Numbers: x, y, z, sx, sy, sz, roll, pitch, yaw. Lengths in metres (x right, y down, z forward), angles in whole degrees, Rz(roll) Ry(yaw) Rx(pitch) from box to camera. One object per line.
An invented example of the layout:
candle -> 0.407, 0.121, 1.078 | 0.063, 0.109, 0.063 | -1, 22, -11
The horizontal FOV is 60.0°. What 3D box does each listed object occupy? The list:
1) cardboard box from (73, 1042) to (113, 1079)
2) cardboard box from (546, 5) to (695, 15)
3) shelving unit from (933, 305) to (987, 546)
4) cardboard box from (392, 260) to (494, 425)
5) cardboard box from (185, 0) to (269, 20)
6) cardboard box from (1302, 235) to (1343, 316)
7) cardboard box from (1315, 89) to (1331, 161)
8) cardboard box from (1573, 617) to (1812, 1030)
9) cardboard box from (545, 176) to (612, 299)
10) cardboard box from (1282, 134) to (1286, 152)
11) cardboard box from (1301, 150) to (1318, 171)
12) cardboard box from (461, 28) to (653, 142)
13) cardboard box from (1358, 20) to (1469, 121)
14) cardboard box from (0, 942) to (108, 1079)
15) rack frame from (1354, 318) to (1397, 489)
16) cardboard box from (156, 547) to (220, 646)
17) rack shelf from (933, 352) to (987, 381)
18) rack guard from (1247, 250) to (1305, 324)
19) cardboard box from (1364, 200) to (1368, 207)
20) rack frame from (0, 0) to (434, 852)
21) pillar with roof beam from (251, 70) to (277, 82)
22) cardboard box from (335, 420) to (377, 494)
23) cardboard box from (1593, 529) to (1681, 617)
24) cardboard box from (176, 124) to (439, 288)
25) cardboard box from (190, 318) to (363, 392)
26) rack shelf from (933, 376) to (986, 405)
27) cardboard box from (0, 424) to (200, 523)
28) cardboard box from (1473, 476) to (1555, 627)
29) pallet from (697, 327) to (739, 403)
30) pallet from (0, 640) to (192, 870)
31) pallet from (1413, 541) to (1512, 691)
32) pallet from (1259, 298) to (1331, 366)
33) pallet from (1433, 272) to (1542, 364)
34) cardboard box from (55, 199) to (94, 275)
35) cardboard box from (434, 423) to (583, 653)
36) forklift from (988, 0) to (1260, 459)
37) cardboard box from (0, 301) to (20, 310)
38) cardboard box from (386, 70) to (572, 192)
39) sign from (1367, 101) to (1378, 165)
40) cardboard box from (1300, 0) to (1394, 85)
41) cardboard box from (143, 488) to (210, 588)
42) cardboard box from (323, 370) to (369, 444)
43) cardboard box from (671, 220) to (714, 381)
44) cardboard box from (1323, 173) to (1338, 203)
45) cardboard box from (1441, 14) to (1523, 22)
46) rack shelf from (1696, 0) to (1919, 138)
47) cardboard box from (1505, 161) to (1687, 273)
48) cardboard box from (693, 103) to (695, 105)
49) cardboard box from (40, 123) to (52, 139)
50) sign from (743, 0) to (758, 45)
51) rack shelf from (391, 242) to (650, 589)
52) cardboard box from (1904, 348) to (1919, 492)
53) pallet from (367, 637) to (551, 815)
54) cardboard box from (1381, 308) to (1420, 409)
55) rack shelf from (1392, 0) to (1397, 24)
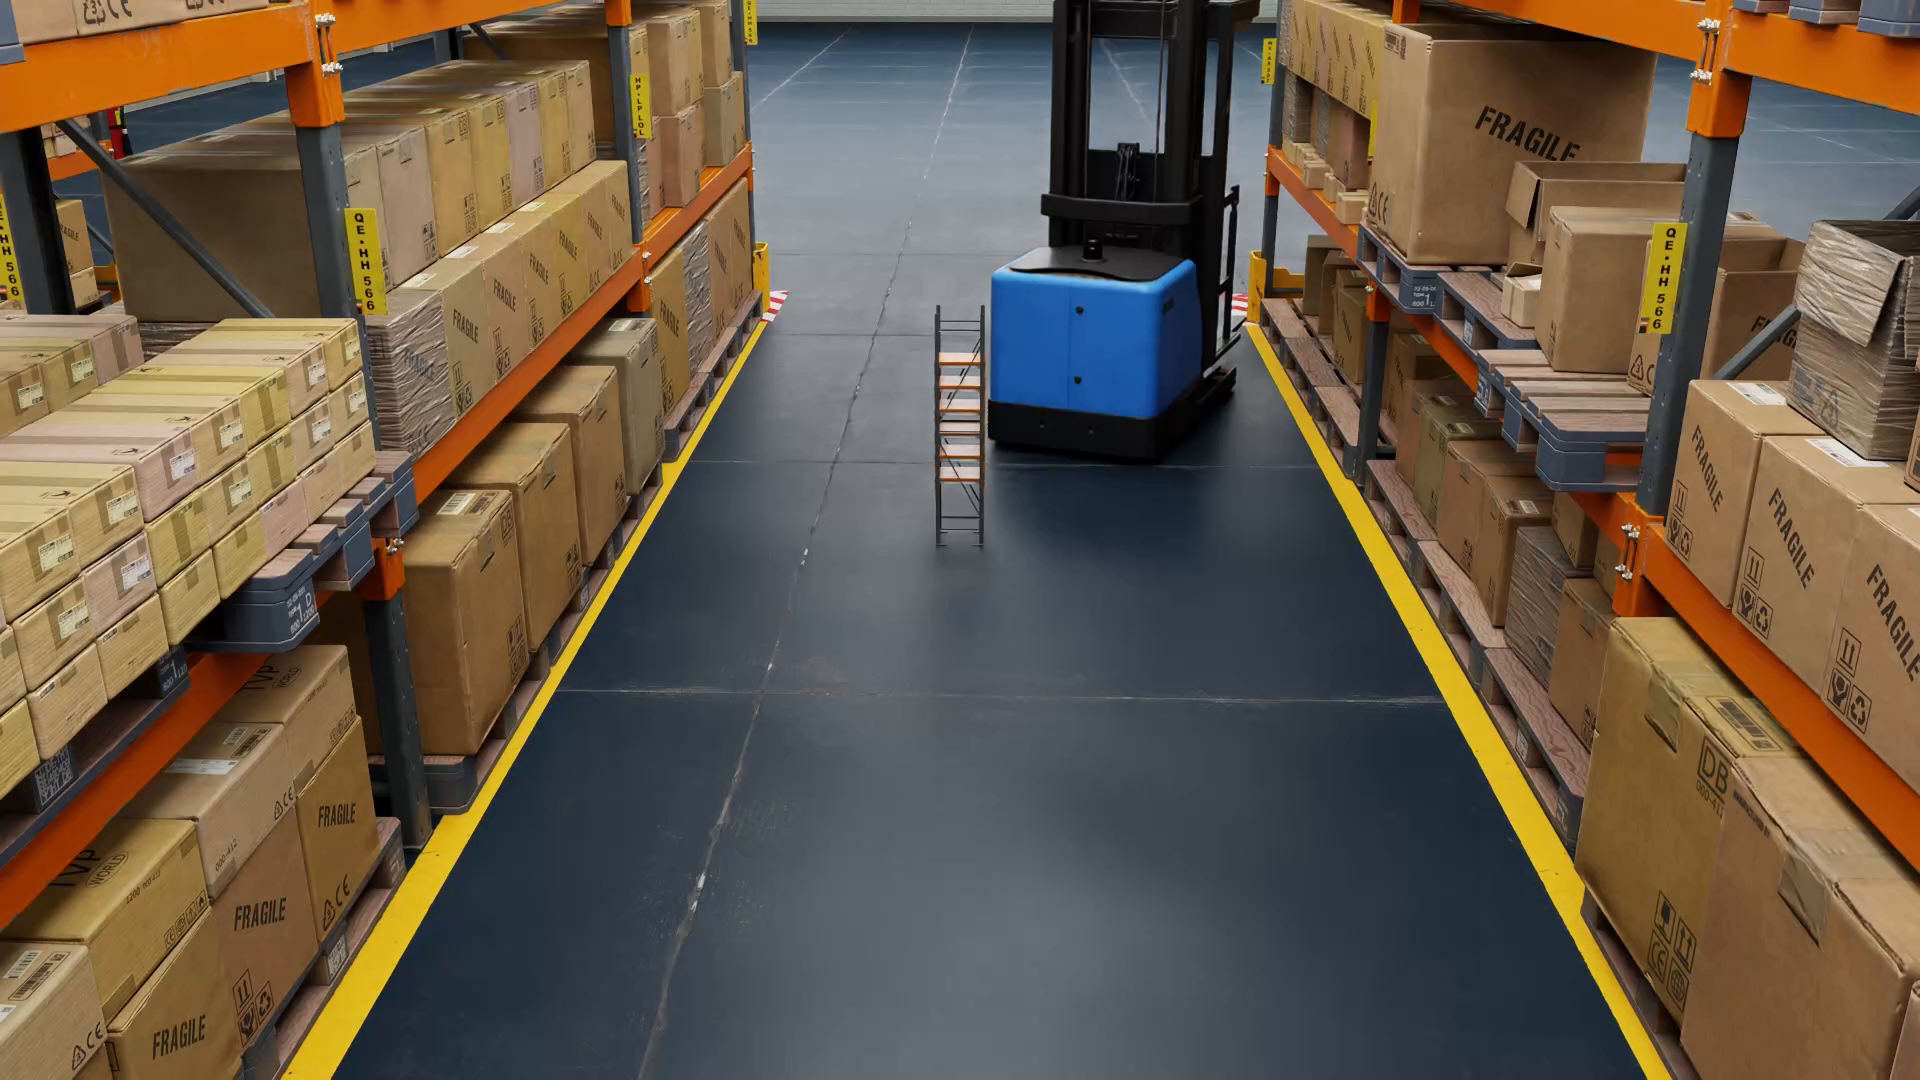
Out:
cardboard box -> -2.175, 1.424, 3.588 | 0.500, 0.500, 0.500 | 1, 21, 3
cardboard box -> -2.242, -3.278, 11.131 | 0.875, 0.550, 0.550 | 1, 21, 2
shelving unit -> 0.000, -0.565, 8.325 | 0.258, 1.200, 0.189 | 1, 21, 2
cardboard box -> -2.061, -0.737, 6.143 | 0.500, 0.500, 0.500 | 0, 21, 1
cardboard box -> -2.121, -1.583, 4.177 | 0.500, 0.500, 0.500 | 1, 21, 2
cardboard box -> 2.805, -1.953, 12.291 | 0.500, 0.500, 0.500 | 5, 22, 12
cardboard box -> 2.842, -2.773, 10.979 | 0.875, 0.500, 0.500 | 1, 21, 2
cardboard box -> 2.555, 0.788, 4.708 | 1.225, 0.875, 0.875 | 0, 21, -1
cardboard box -> -2.000, -1.466, 8.021 | 0.500, 0.500, 0.500 | 0, 21, 1
cardboard box -> 2.593, -2.931, 12.283 | 0.380, 0.149, 0.250 | 1, 21, 2
cardboard box -> 2.542, -2.570, 11.352 | 0.380, 0.149, 0.250 | 1, 21, 2
cardboard box -> -2.190, -2.500, 9.124 | 0.875, 0.550, 0.550 | 1, 21, 2
cardboard box -> 2.457, -2.519, 8.944 | 0.500, 0.500, 0.500 | 1, 21, 2
cardboard box -> -2.159, 1.078, 3.442 | 0.500, 0.250, 0.500 | 1, 21, 4
rack frame -> 2.719, -1.702, 8.769 | 1.000, 3.000, 0.127 | 1, 21, 2
cardboard box -> -1.948, 0.128, 3.819 | 0.380, 0.149, 0.250 | 0, 21, -1
rack shelf -> 0.000, -0.859, 8.211 | 0.258, 0.103, 0.180 | 1, 21, 2
rack guard -> 2.838, -1.956, 12.878 | 1.175, 0.500, 0.348 | 1, 21, 2
cardboard box -> 2.516, -1.846, 9.487 | 0.380, 0.149, 0.250 | 1, 21, 2
rack frame -> -2.358, -0.347, 5.277 | 1.000, 3.000, 0.127 | 1, 21, 2
pillar with roof beam -> -8.098, -12.327, 27.858 | 9.100, 9.000, 0.400 | 1, 21, 2
cardboard box -> -1.913, -0.242, 4.773 | 0.380, 0.149, 0.250 | 1, 21, 3
cardboard box -> 2.587, 0.112, 5.904 | 0.500, 0.250, 0.500 | 1, 21, 4
cardboard box -> -2.320, -1.205, 5.967 | 0.700, 0.500, 0.500 | 0, 21, 1
cardboard box -> -1.914, -0.521, 4.669 | 0.380, 0.149, 0.250 | 0, 21, 0
rack shelf -> 0.000, -0.747, 8.255 | 0.258, 0.103, 0.180 | 1, 21, 2
cardboard box -> -1.950, -0.152, 3.717 | 0.380, 0.149, 0.250 | 1, 21, 2
cardboard box -> 2.612, 0.056, 7.085 | 0.700, 0.500, 0.500 | 2, 21, 6
pallet -> -2.100, -1.210, 11.355 | 1.003, 0.211, 1.213 | 1, 21, 2
pallet -> -2.377, 0.459, 3.465 | 1.003, 0.211, 1.213 | 1, 21, 2
pallet -> 2.662, 0.322, 7.408 | 1.003, 0.211, 1.213 | 1, 21, 2
pallet -> 2.778, -1.528, 12.174 | 1.003, 0.211, 1.213 | 1, 21, 2
pallet -> 2.616, -0.883, 6.922 | 1.003, 0.211, 1.213 | 1, 21, 2
cardboard box -> -6.829, -2.228, 12.309 | 0.500, 0.500, 0.500 | 1, 21, 2
cardboard box -> -2.226, -0.029, 6.987 | 1.050, 0.750, 0.750 | 1, 21, 2
forklift -> 1.194, -2.331, 10.485 | 1.130, 2.935, 3.031 | 8, 23, 21
cardboard box -> -6.855, -1.500, 11.468 | 0.500, 0.250, 0.500 | 0, 21, 0
cardboard box -> -2.259, -1.940, 7.863 | 0.700, 0.500, 0.500 | 0, 21, 1
sign -> 2.176, -2.109, 8.621 | 0.100, 0.325, 0.005 | 1, 21, 2
cardboard box -> 2.515, -3.243, 10.807 | 0.500, 0.500, 0.500 | 1, 21, 2
cardboard box -> -1.947, -0.009, 3.760 | 0.380, 0.149, 0.250 | 0, 21, 1
cardboard box -> -1.918, -0.381, 4.719 | 0.380, 0.149, 0.250 | 1, 21, 3
cardboard box -> -2.123, -1.551, 10.737 | 0.875, 0.875, 0.875 | 1, 21, 2
cardboard box -> 2.492, -2.208, 10.421 | 0.380, 0.149, 0.250 | 1, 21, 2
cardboard box -> 3.000, -2.694, 9.394 | 0.500, 0.500, 0.500 | 1, 21, 2
rack shelf -> 2.536, -0.596, 2.766 | 1.077, 0.370, 4.000 | 1, 21, 2
cardboard box -> 2.758, -1.318, 7.057 | 0.797, 0.503, 0.637 | 3, 21, 7
cardboard box -> -2.193, -2.583, 10.831 | 0.875, 0.550, 0.500 | 1, 21, 2
cardboard box -> -6.826, -3.063, 11.726 | 0.500, 0.500, 0.500 | 1, 21, 2
sign -> -1.572, -3.879, 12.451 | 0.100, 0.325, 0.005 | 1, 21, 2
rack shelf -> -2.297, -0.735, 7.270 | 1.077, 0.370, 4.000 | 1, 21, 2
cardboard box -> 2.536, -0.270, 3.554 | 0.797, 0.503, 0.637 | 1, 21, 3
pallet -> -2.258, 0.669, 6.514 | 1.003, 0.211, 1.213 | 1, 21, 2
cardboard box -> 2.781, -1.084, 10.051 | 0.500, 0.500, 0.500 | 8, 22, 19
rack shelf -> 2.779, -3.488, 10.220 | 1.077, 0.370, 4.000 | 1, 21, 2
